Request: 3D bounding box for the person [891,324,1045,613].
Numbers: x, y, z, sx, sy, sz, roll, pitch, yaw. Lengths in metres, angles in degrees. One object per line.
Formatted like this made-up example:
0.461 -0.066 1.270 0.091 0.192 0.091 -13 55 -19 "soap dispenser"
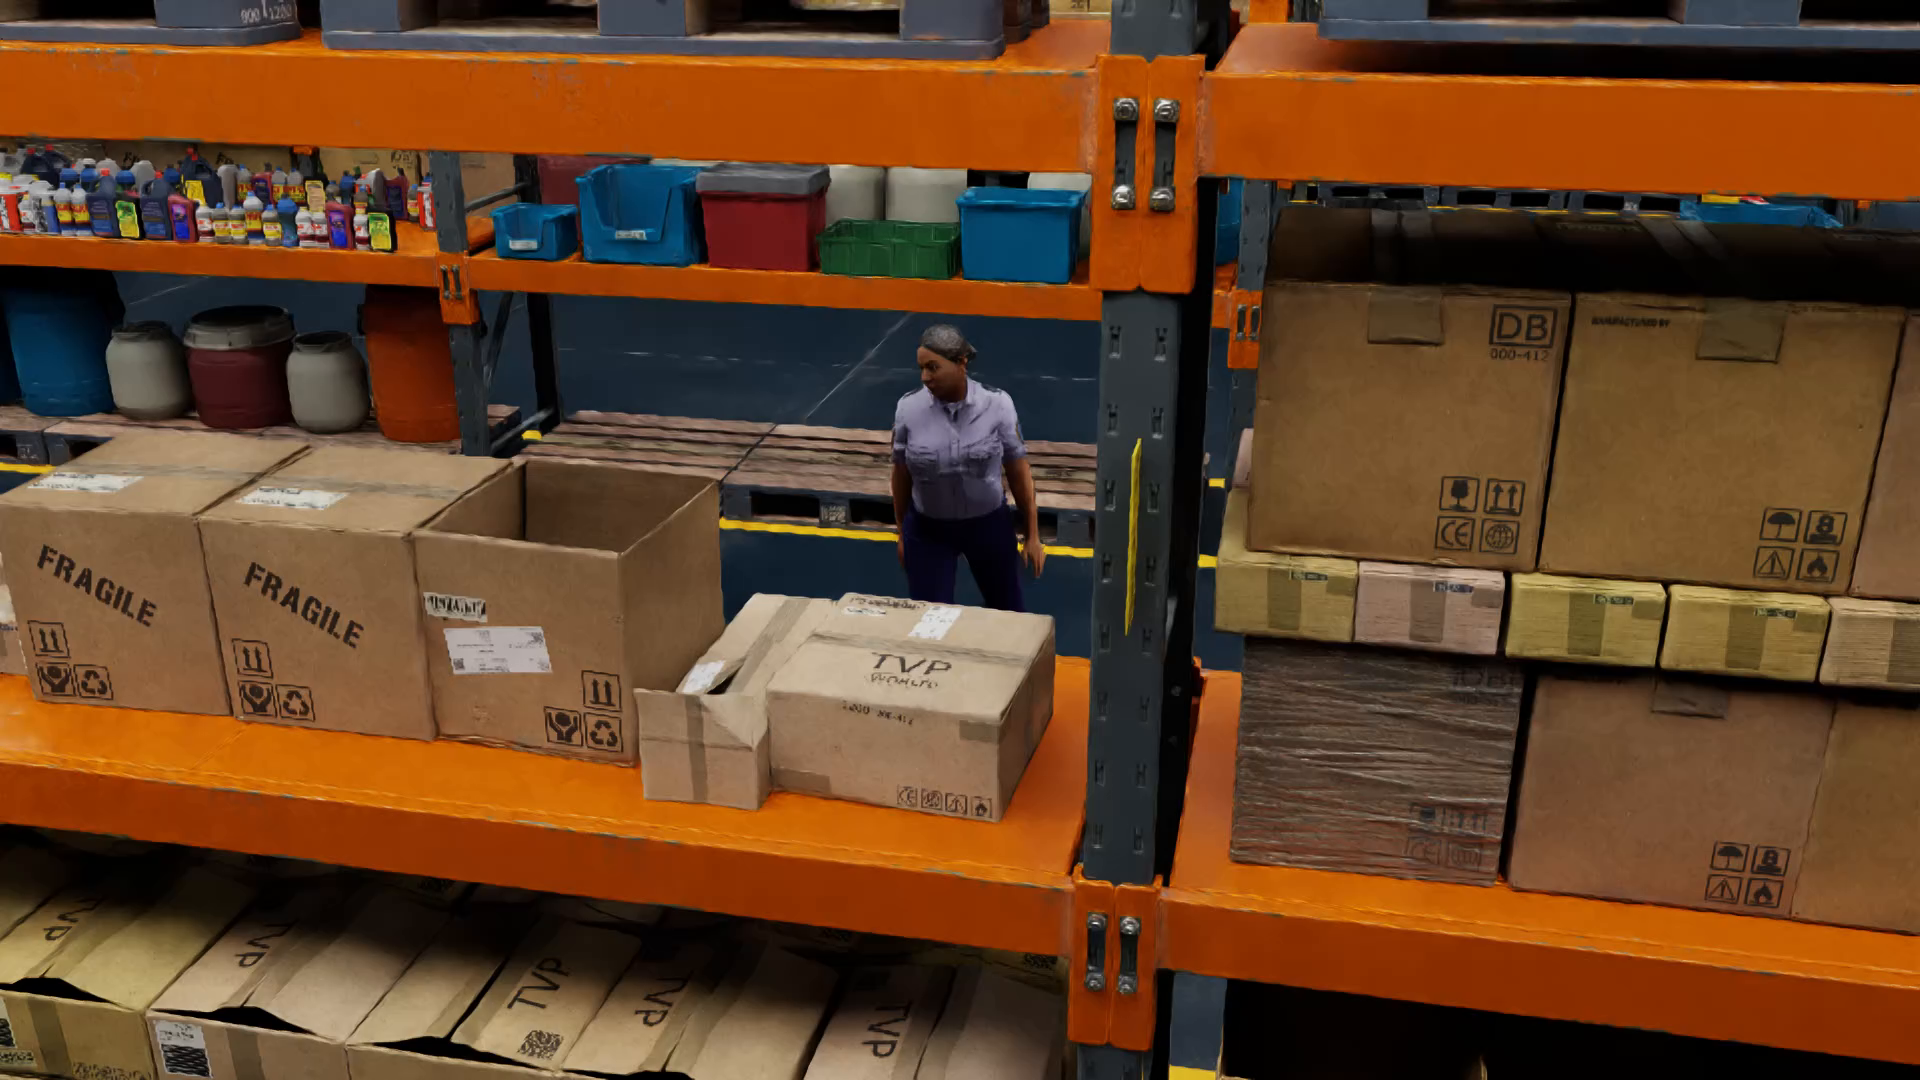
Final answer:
0.035 -0.018 6.154 0.569 1.618 0.406 -2 22 -5 "person"
